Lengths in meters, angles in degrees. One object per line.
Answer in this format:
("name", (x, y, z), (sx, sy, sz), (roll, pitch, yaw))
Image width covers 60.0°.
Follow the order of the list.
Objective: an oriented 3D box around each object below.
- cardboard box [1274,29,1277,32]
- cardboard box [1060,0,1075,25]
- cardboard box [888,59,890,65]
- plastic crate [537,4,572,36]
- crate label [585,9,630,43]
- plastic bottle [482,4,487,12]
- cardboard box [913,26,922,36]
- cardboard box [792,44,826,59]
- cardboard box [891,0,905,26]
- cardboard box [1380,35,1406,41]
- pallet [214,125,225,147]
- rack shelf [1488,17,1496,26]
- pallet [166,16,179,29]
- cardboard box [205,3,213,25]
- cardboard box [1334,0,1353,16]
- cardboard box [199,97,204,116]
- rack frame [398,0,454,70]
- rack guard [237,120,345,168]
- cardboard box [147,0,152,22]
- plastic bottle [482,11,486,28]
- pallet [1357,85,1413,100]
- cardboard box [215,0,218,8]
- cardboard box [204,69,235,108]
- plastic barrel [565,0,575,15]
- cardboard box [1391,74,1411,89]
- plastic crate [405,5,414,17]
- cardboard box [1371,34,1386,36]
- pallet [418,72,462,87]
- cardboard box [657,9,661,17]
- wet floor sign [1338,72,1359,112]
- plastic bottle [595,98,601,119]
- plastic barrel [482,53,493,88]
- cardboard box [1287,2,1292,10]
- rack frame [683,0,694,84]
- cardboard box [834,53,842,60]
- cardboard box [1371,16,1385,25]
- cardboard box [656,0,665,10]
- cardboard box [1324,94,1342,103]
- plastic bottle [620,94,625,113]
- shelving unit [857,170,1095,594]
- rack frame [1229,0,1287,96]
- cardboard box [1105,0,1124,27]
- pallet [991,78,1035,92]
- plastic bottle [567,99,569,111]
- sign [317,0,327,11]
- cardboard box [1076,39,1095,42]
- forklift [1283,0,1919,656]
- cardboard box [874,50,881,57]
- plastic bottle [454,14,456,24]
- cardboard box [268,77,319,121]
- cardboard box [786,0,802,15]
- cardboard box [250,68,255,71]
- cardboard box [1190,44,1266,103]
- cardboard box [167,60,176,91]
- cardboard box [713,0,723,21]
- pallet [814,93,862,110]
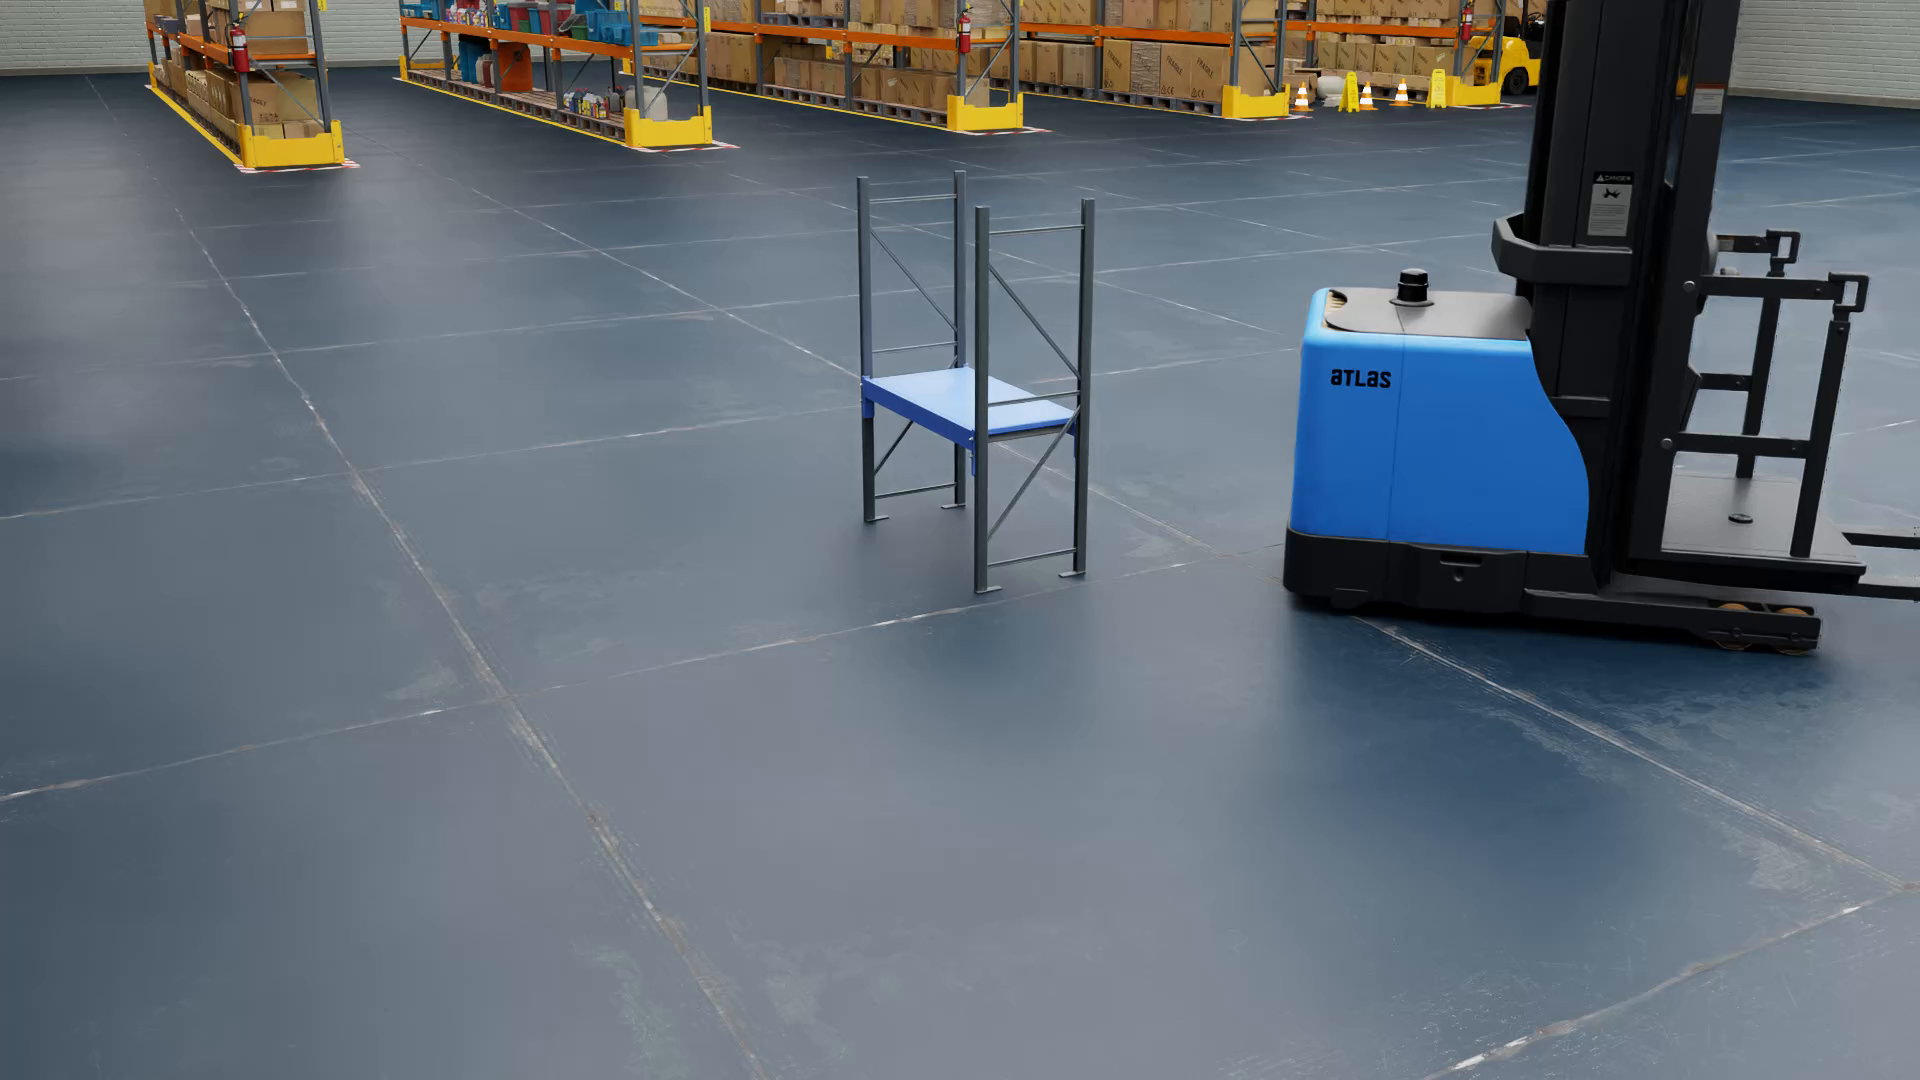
("cardboard box", (7.944, -12.504, 40.964), (0.380, 0.149, 0.250), (-11, 22, -28))
("cardboard box", (2.209, -9.831, 30.870), (0.500, 0.500, 0.500), (-10, 22, -27))
("cardboard box", (-1.403, -10.825, 37.631), (0.380, 0.149, 0.250), (-9, 21, -25))
("plastic crate", (-6.339, -8.146, 26.041), (0.402, 0.464, 0.583), (-10, 21, -27))
("crate label", (-5.052, -7.379, 23.862), (0.502, 0.435, 0.616), (-10, 21, -27))
("plastic bottle", (-9.041, -10.062, 31.767), (0.144, 0.351, 0.185), (-10, 21, -27))
("cardboard box", (-0.507, -7.930, 25.899), (0.380, 0.149, 0.250), (-10, 21, -27))
("cardboard box", (-2.775, -8.982, 30.570), (0.500, 0.250, 0.500), (-7, 20, -21))
("cardboard box", (-0.588, -8.413, 26.305), (0.875, 0.500, 0.500), (-10, 21, -27))
("cardboard box", (9.992, -11.139, 37.810), (0.875, 0.625, 0.625), (-9, 21, -25))
("pallet", (-9.860, -5.705, 23.340), (1.003, 0.211, 1.213), (-10, 21, -27))
("rack shelf", (10.657, -11.330, 36.470), (1.077, 0.370, 4.000), (-10, 21, -27))
("pallet", (-13.028, -8.873, 28.540), (1.003, 0.211, 1.213), (-10, 21, -27))
("cardboard box", (-11.039, -7.823, 25.050), (0.500, 0.500, 0.500), (-10, 21, -27))
("cardboard box", (7.463, -10.204, 31.495), (0.500, 0.500, 0.500), (-10, 21, -27))
("cardboard box", (-11.135, -6.523, 25.007), (0.500, 0.250, 0.500), (-9, 21, -25))
("rack frame", (-11.538, -11.469, 35.769), (1.000, 3.000, 0.127), (-10, 21, -27))
("rack guard", (-8.290, -4.921, 20.626), (1.175, 0.500, 0.348), (-10, 21, -27))
("cardboard box", (-15.435, -10.290, 32.199), (0.500, 0.500, 0.500), (-10, 21, -27))
("plastic bottle", (-8.416, -9.233, 29.470), (0.061, 0.283, 0.133), (-10, 21, -27))
("pallet", (8.174, -8.470, 31.353), (1.003, 0.211, 1.213), (-10, 21, -27))
("cardboard box", (-9.758, -7.211, 22.284), (0.380, 0.149, 0.250), (-11, 22, -28))
("cardboard box", (-10.256, -6.329, 23.297), (0.500, 0.500, 0.500), (-10, 21, -27))
("plastic barrel", (-6.101, -8.397, 26.658), (0.433, 0.535, 0.433), (0, 19, 0))
("cardboard box", (8.280, -8.417, 30.496), (0.500, 0.250, 0.500), (-10, 21, -26))
("plastic crate", (-11.398, -11.107, 34.886), (0.416, 0.233, 0.300), (-10, 21, -27))
("cardboard box", (9.734, -11.766, 38.824), (0.380, 0.149, 0.250), (-9, 21, -24))
("pallet", (-10.605, -9.558, 34.507), (1.003, 0.211, 1.213), (-10, 21, -27))
("cardboard box", (-6.324, -11.374, 35.881), (0.380, 0.149, 0.250), (-10, 22, -28))
("wet floor sign", (6.588, -7.567, 28.073), (0.267, 0.644, 0.232), (-14, 24, -36))
("plastic bottle", (-5.270, -6.289, 24.250), (0.061, 0.283, 0.133), (-9, 21, -25))
("plastic barrel", (-8.523, -8.693, 30.777), (0.600, 0.588, 0.708), (-10, 21, -27))
("cardboard box", (6.643, -10.589, 32.962), (0.380, 0.149, 0.250), (-11, 22, -28))
("rack frame", (-5.280, -11.088, 34.665), (1.000, 3.000, 0.127), (-10, 21, -27))
("cardboard box", (-2.799, -11.626, 39.952), (0.380, 0.149, 0.250), (-10, 21, -26))
("cardboard box", (7.851, -9.630, 30.827), (0.380, 0.149, 0.250), (-10, 21, -27))
("cardboard box", (-6.211, -11.538, 35.744), (0.500, 0.250, 0.500), (-10, 21, -26))
("cardboard box", (6.740, -7.893, 29.778), (0.380, 0.149, 0.250), (1, 19, 2))
("plastic bottle", (-5.114, -6.636, 25.255), (0.061, 0.283, 0.133), (-10, 21, -27))
("shelving unit", (0.041, -0.684, 6.816), (0.538, 1.500, 1.048), (-10, 21, -27))
("rack frame", (4.832, -8.382, 26.824), (1.000, 3.000, 0.127), (-10, 21, -27))
("cardboard box", (3.118, -9.497, 29.826), (0.875, 0.550, 0.550), (-10, 21, -27))
("pallet", (1.341, -9.122, 33.244), (1.003, 0.211, 1.213), (-10, 21, -27))
("plastic bottle", (-5.978, -6.691, 25.540), (0.097, 0.201, 0.097), (0, 19, 0))
("sign", (-7.810, -6.640, 20.328), (0.100, 0.325, 0.005), (-10, 21, -27))
("cardboard box", (3.238, -11.807, 40.033), (0.875, 0.438, 0.875), (-10, 22, -27))
("forklift", (2.817, -1.164, 6.012), (3.031, 2.935, 1.130), (4, 20, 13))
("cardboard box", (-1.749, -11.167, 38.165), (0.380, 0.149, 0.250), (-9, 21, -25))
("plastic bottle", (-9.503, -9.864, 31.423), (0.097, 0.201, 0.097), (0, 19, 0))
("cardboard box", (-8.599, -5.694, 21.457), (0.500, 0.500, 0.500), (-10, 21, -27))
("cardboard box", (-2.787, -9.550, 29.795), (0.500, 0.250, 0.500), (-11, 22, -28))
("cardboard box", (-11.635, -7.457, 26.857), (0.500, 0.311, 0.500), (-9, 21, -25))
("cardboard box", (4.451, -7.761, 27.636), (0.875, 0.875, 0.875), (-10, 21, -26))
("cardboard box", (-13.985, -8.404, 30.045), (0.500, 0.500, 0.500), (-11, 22, -29))
("cardboard box", (-4.555, -10.529, 32.892), (0.500, 0.500, 0.500), (-10, 21, -26))
("pallet", (-1.852, -7.696, 29.111), (1.003, 0.211, 1.213), (-10, 21, -27))
